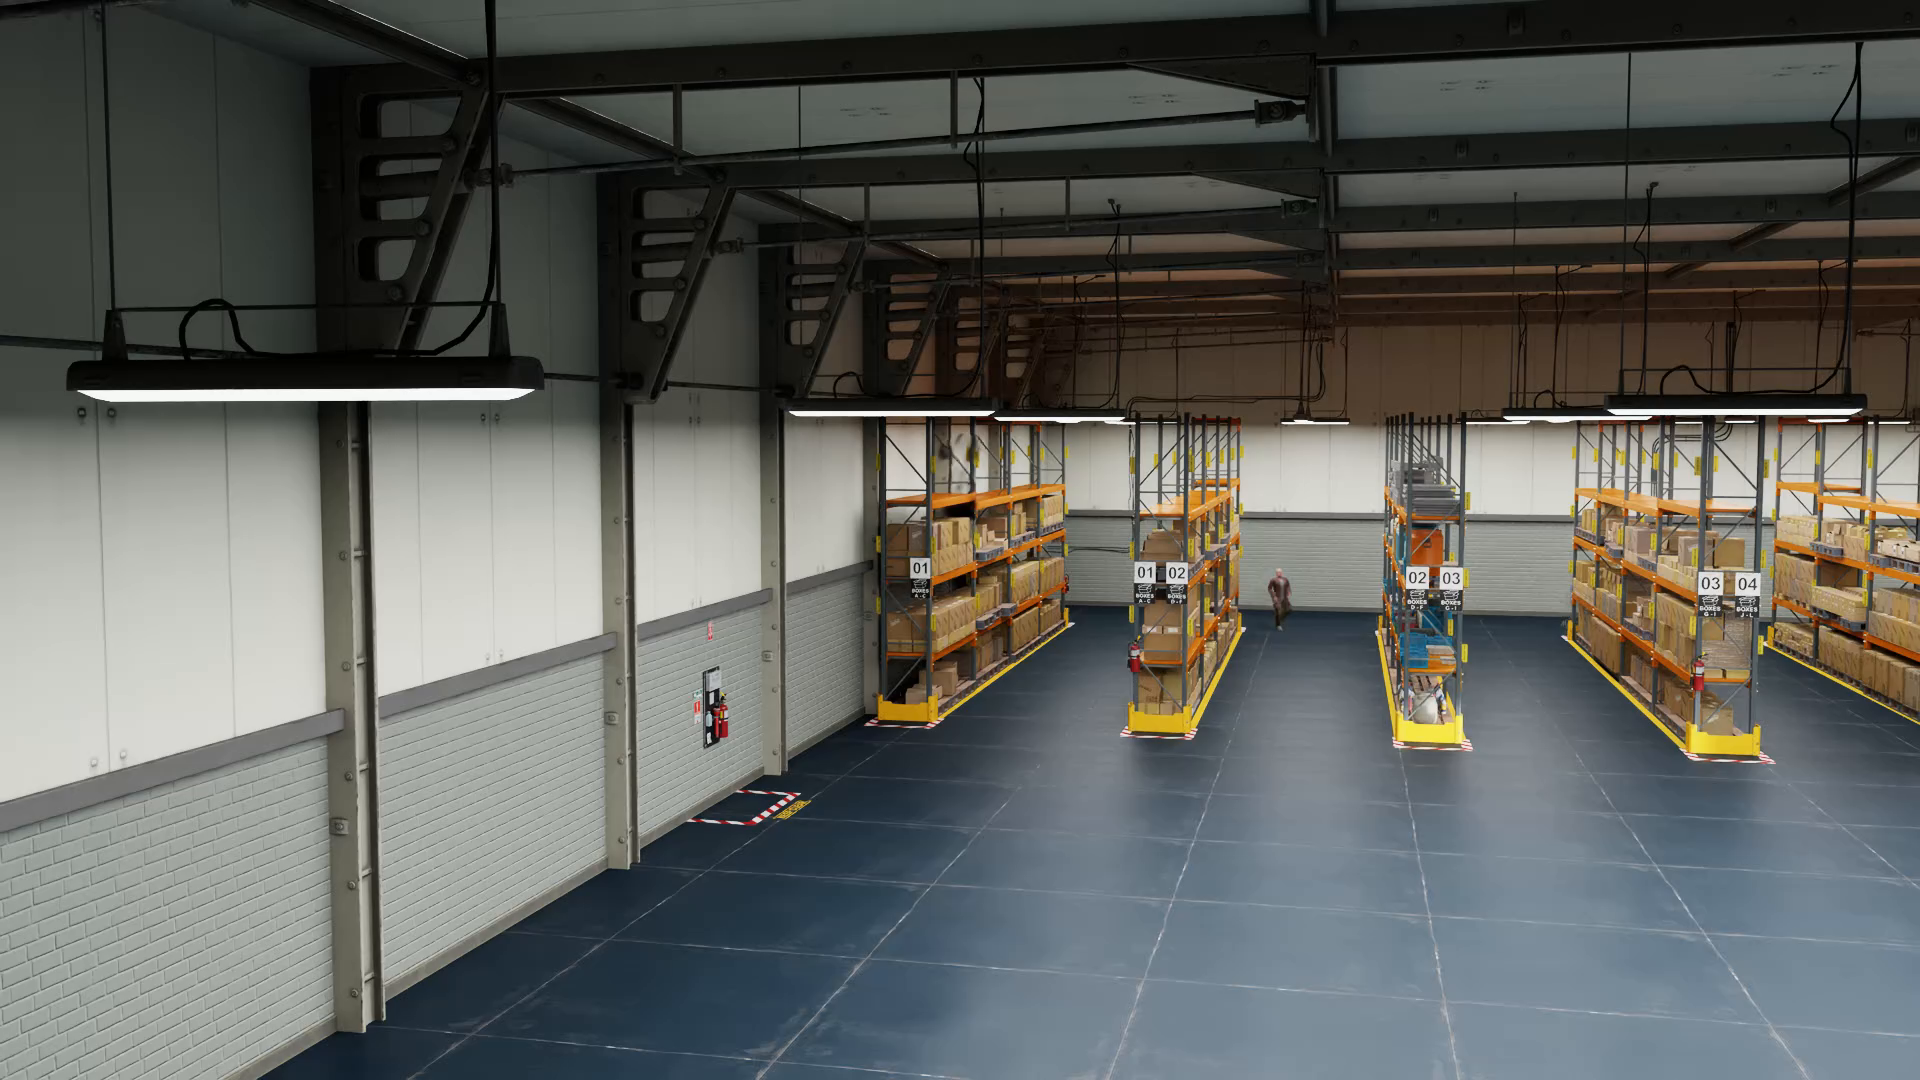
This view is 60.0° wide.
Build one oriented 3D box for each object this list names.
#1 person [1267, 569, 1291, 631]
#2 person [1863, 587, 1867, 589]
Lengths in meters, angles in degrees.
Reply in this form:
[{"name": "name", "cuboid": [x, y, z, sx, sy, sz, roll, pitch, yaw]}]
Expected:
[{"name": "person", "cuboid": [9.057, 1.692, 46.934, 0.743, 1.734, 0.541, -1, 4, -16]}, {"name": "person", "cuboid": [23.147, 1.997, 42.547, 0.697, 1.685, 0.701, 0, 4, 6]}]
